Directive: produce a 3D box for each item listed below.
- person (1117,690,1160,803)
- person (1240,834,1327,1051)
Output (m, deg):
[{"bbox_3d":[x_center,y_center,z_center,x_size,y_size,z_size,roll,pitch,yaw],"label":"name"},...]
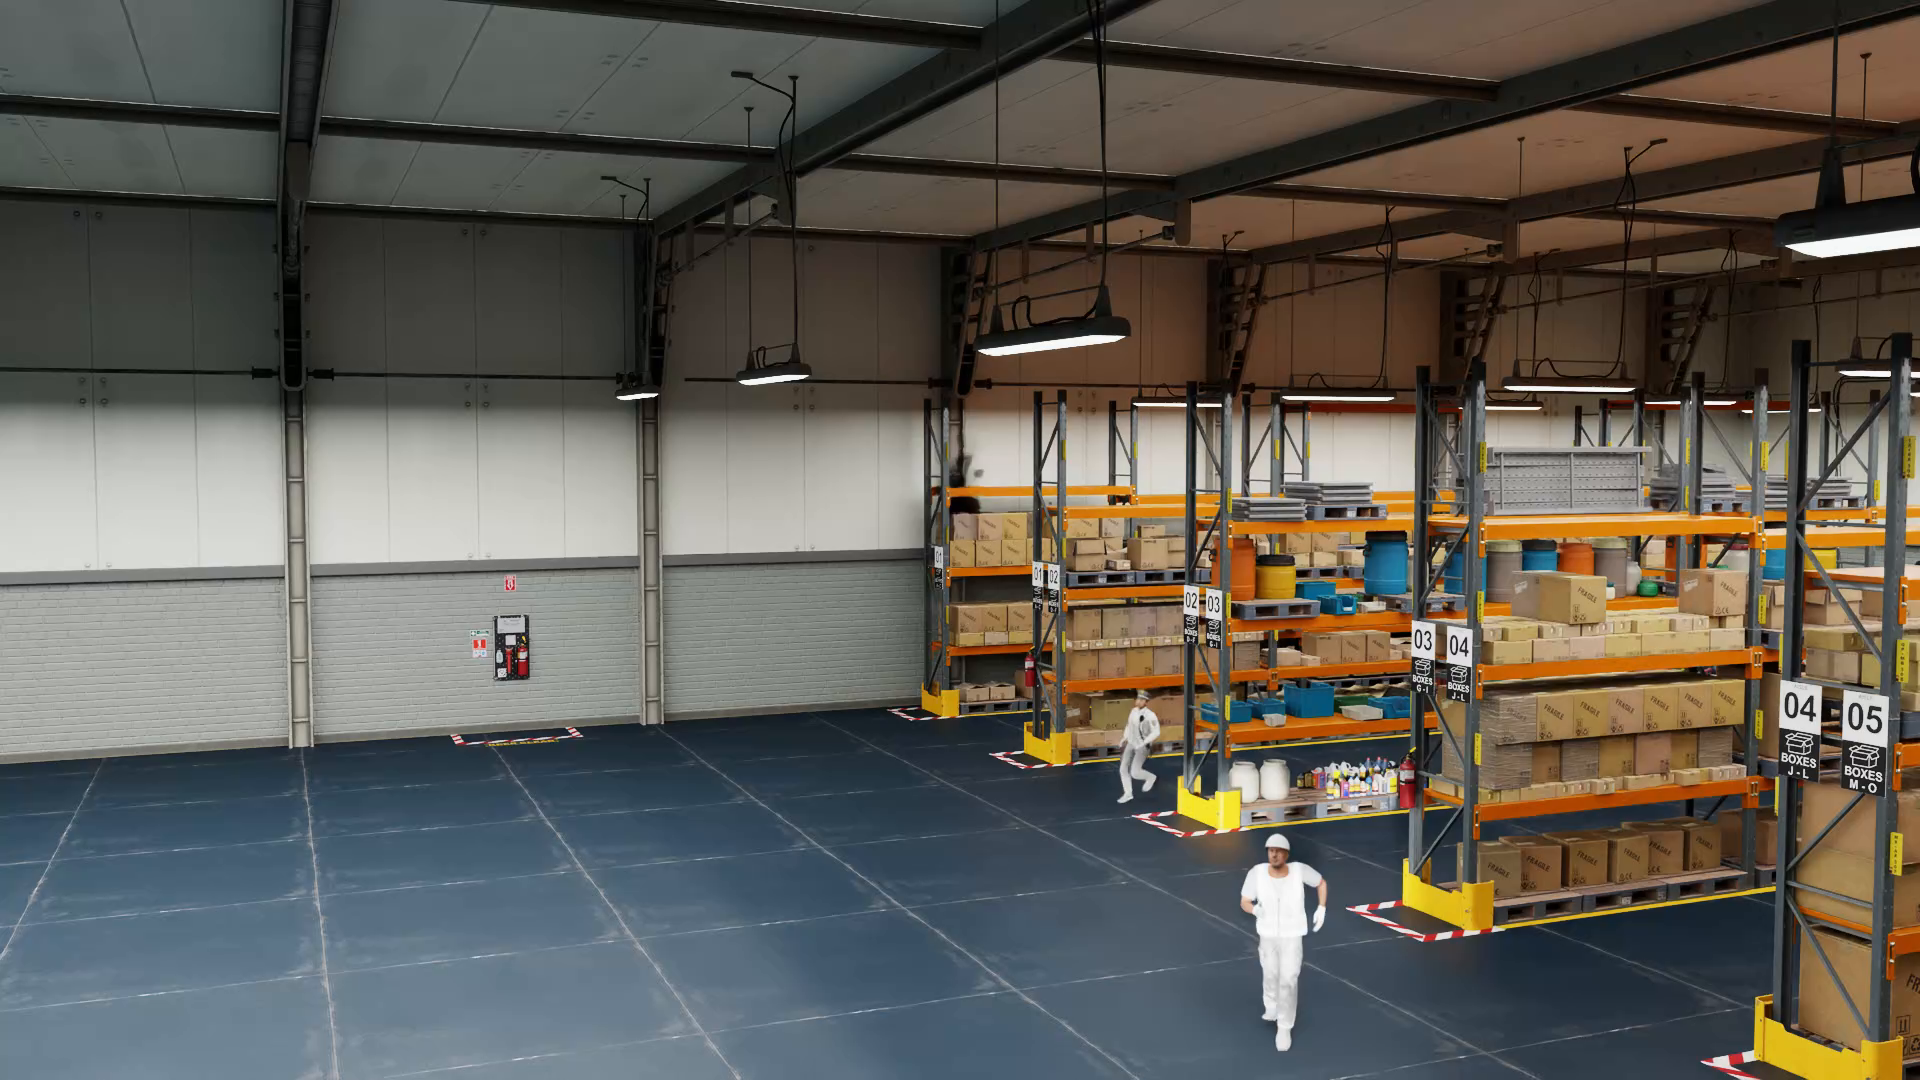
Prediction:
[{"bbox_3d":[2.617,2.959,23.889,0.627,1.662,0.657,-3,4,-38],"label":"person"},{"bbox_3d":[2.779,3.381,14.346,0.694,1.724,0.884,1,4,21],"label":"person"}]
